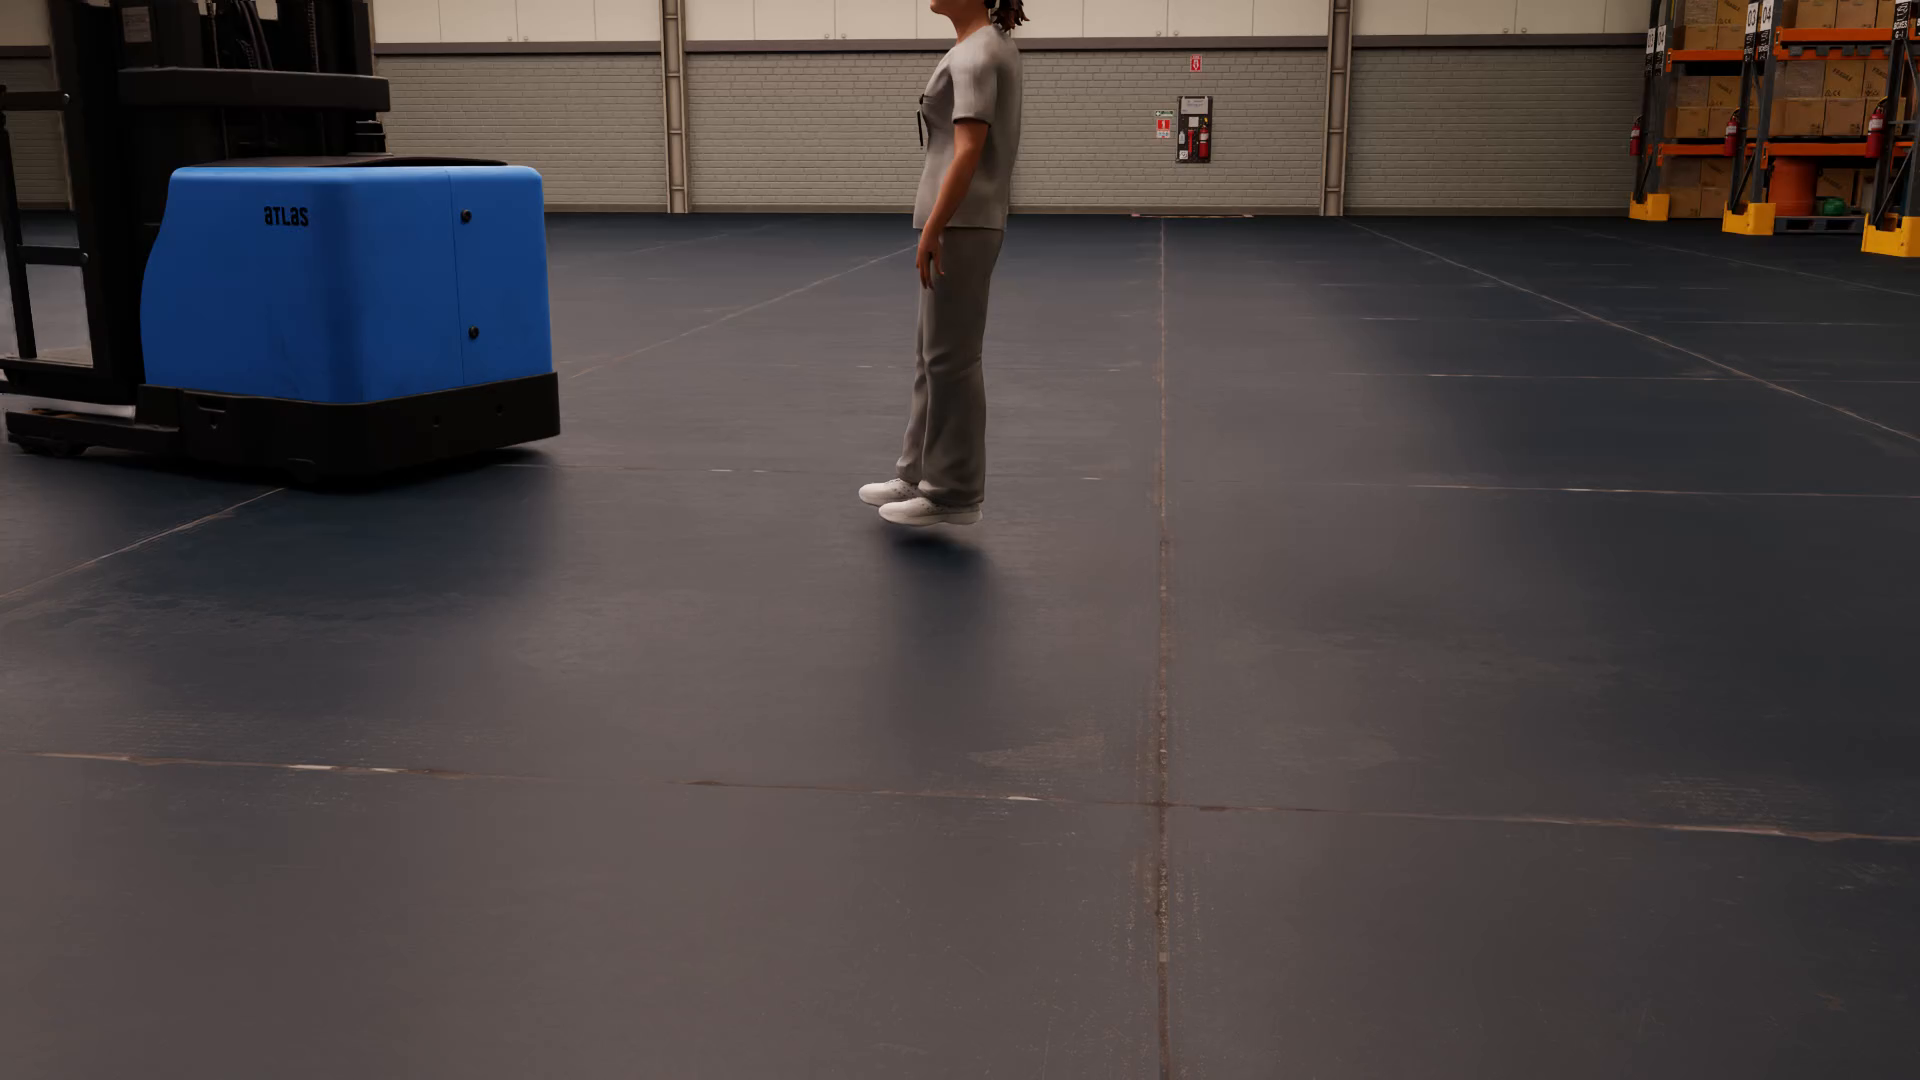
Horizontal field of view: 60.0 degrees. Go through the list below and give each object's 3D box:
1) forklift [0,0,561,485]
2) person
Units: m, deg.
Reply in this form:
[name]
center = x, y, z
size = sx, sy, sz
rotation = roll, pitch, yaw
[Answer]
[forklift]
center = -3.067, -1.836, 6.361
size = 3.031, 2.935, 1.130
rotation = 7, 15, 29
[person]
center = -0.072, -0.862, 4.768
size = 0.547, 1.662, 0.549
rotation = 2, 13, 7
